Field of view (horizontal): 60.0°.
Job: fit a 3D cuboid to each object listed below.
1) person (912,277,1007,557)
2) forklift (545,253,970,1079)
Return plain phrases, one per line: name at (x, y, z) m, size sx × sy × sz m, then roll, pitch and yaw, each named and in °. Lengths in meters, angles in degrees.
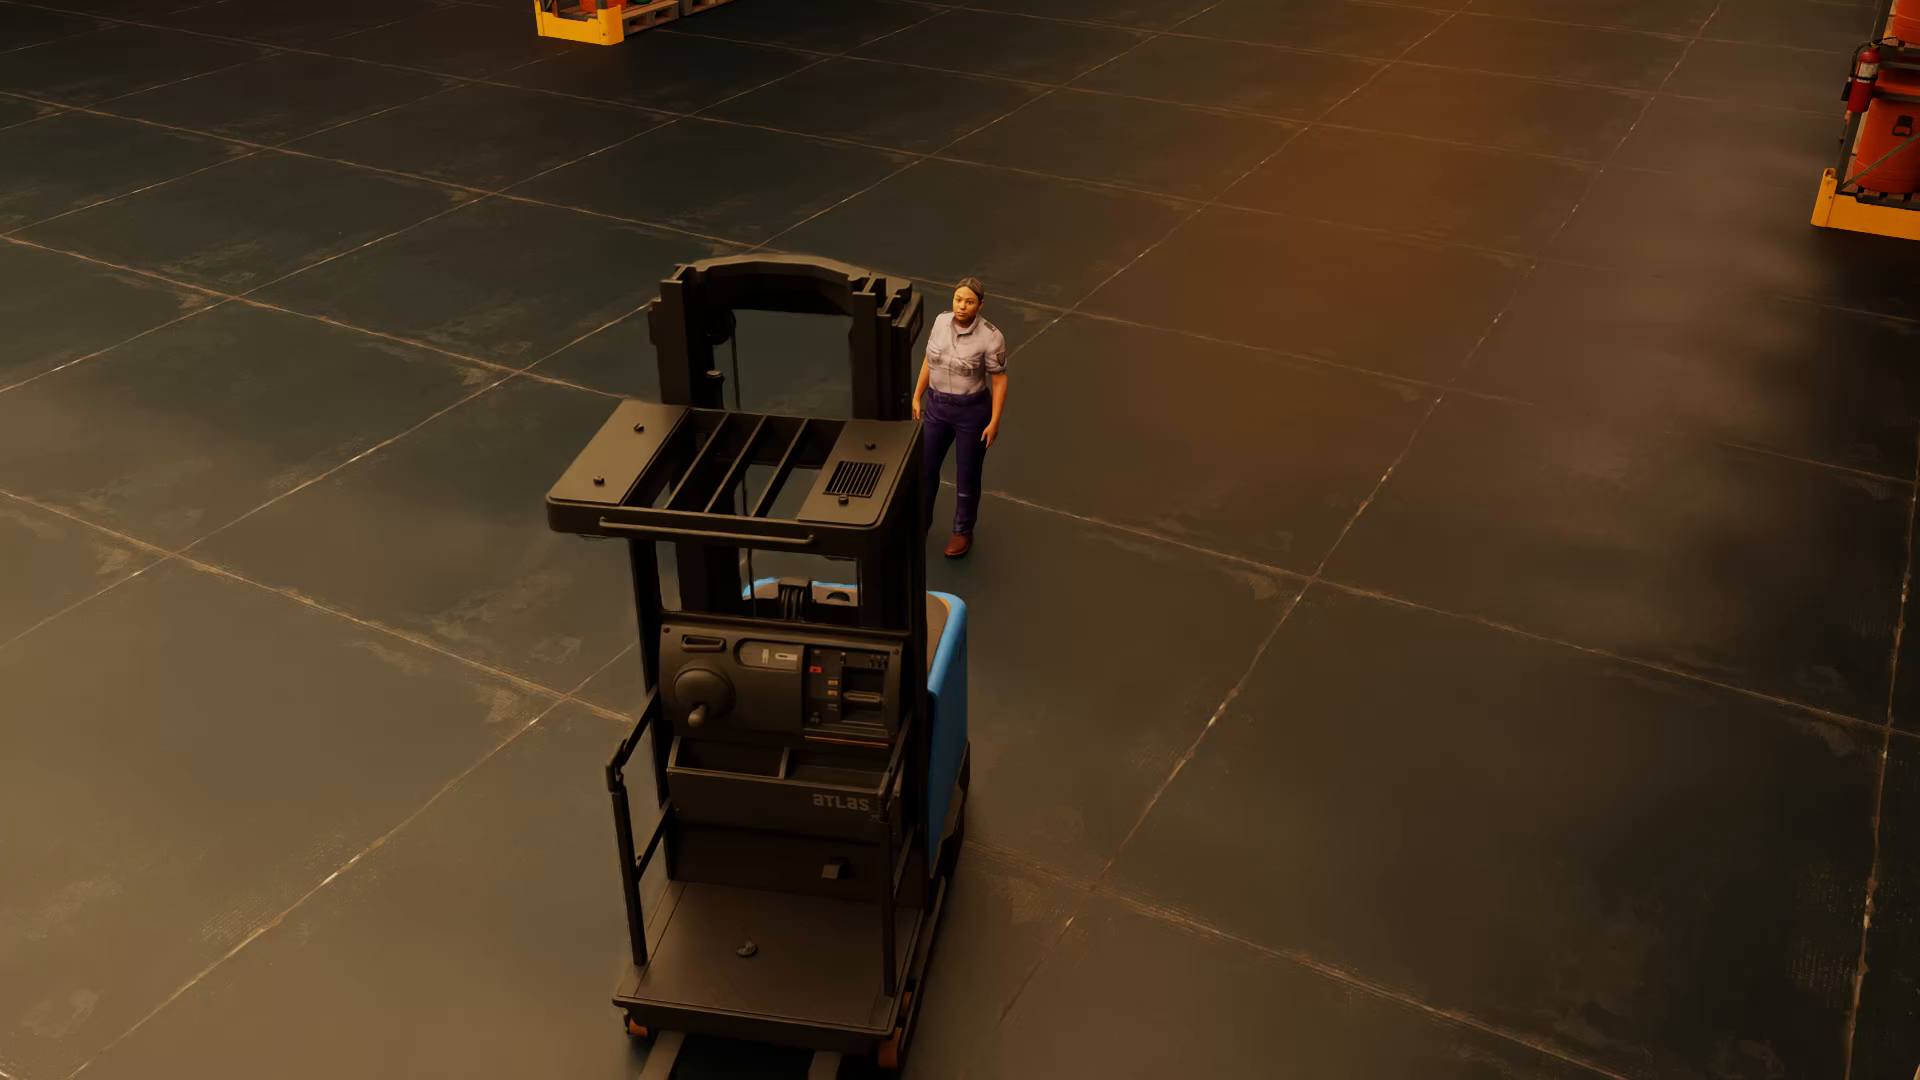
person at (-0.064, -0.686, 9.529) m, size 0.598 × 1.651 × 0.502 m, roll 15°, pitch 33°, yaw 25°
forklift at (-0.708, 0.585, 6.057) m, size 1.130 × 2.935 × 3.031 m, roll 5°, pitch 30°, yaw 8°
